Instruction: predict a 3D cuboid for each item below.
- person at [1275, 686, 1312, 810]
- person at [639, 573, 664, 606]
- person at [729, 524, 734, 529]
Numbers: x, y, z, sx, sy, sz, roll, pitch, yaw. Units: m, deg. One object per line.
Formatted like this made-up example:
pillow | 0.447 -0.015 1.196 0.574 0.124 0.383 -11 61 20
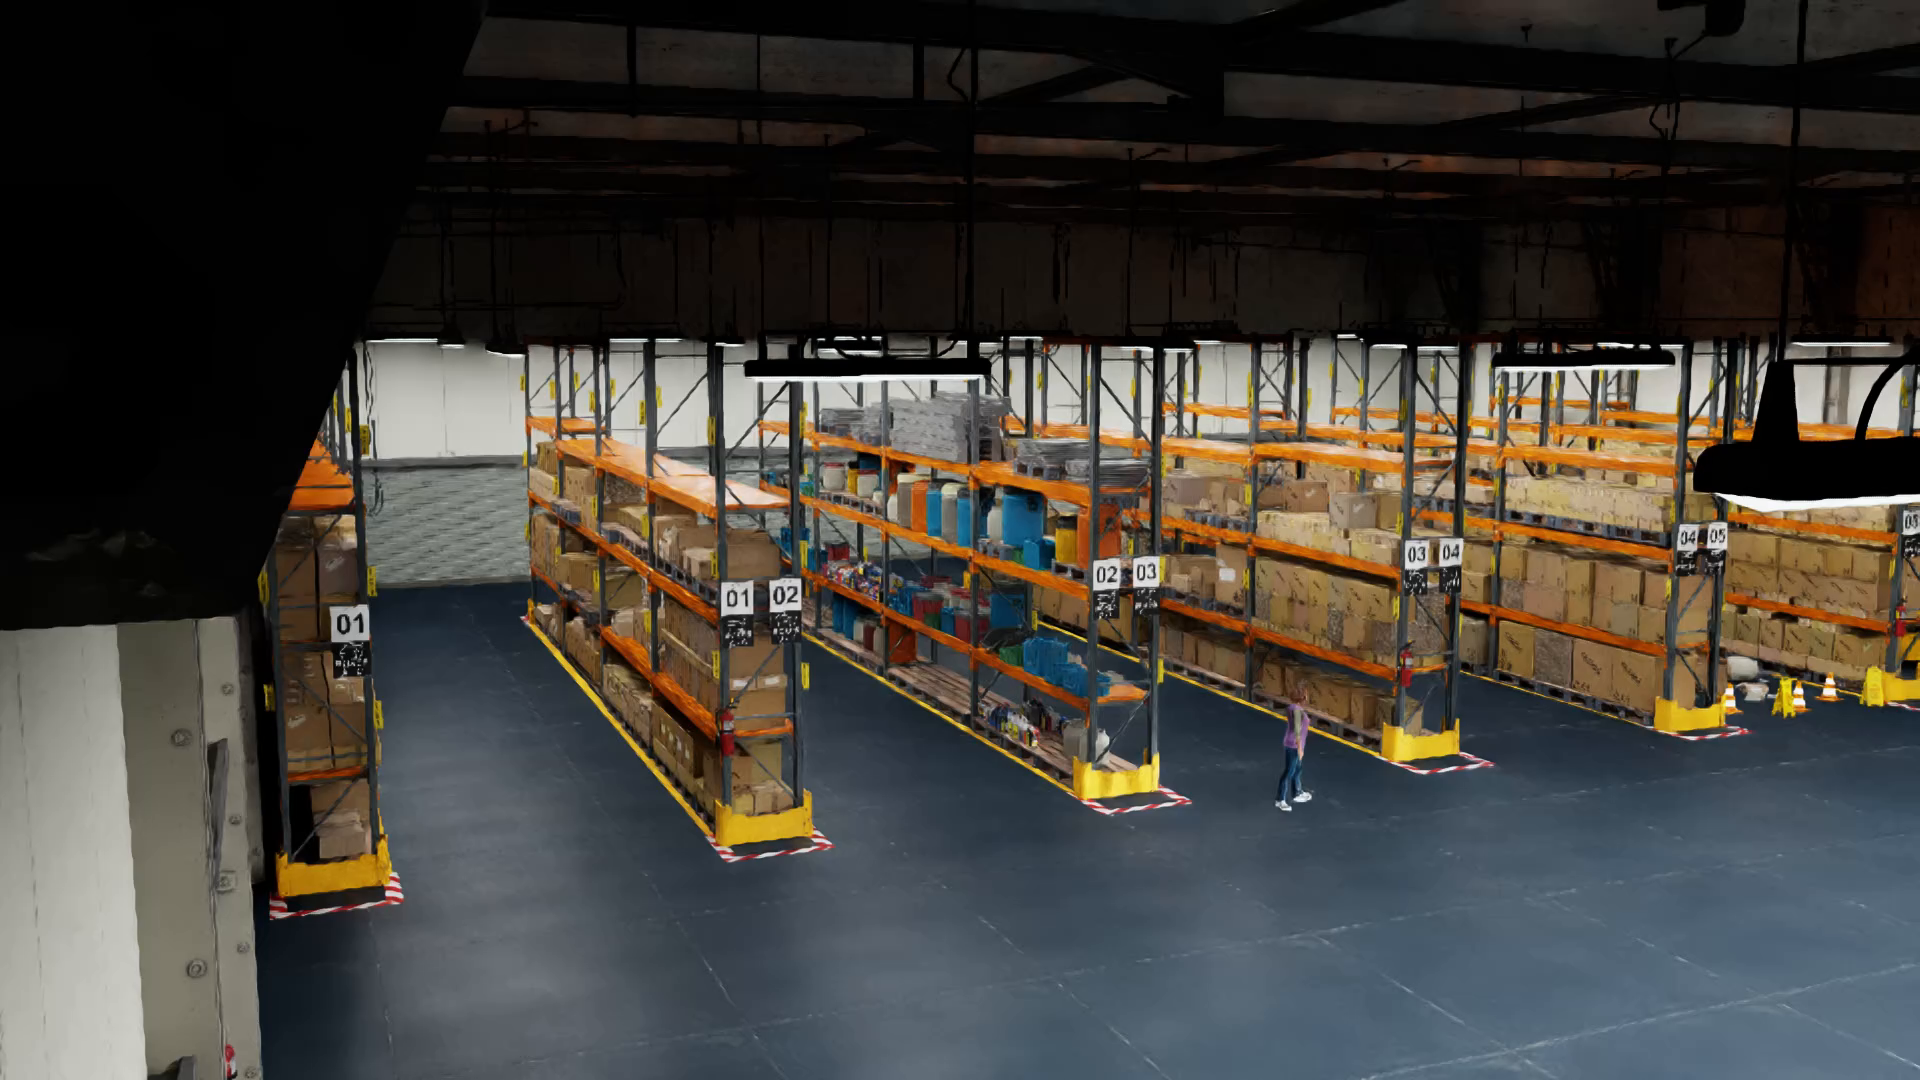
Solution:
person | 4.360 2.669 21.601 0.494 1.592 0.618 1 8 8
person | -6.029 1.136 32.610 0.571 1.701 1.112 -3 8 -24
person | -5.180 0.494 37.432 0.624 1.738 1.000 1 8 5
